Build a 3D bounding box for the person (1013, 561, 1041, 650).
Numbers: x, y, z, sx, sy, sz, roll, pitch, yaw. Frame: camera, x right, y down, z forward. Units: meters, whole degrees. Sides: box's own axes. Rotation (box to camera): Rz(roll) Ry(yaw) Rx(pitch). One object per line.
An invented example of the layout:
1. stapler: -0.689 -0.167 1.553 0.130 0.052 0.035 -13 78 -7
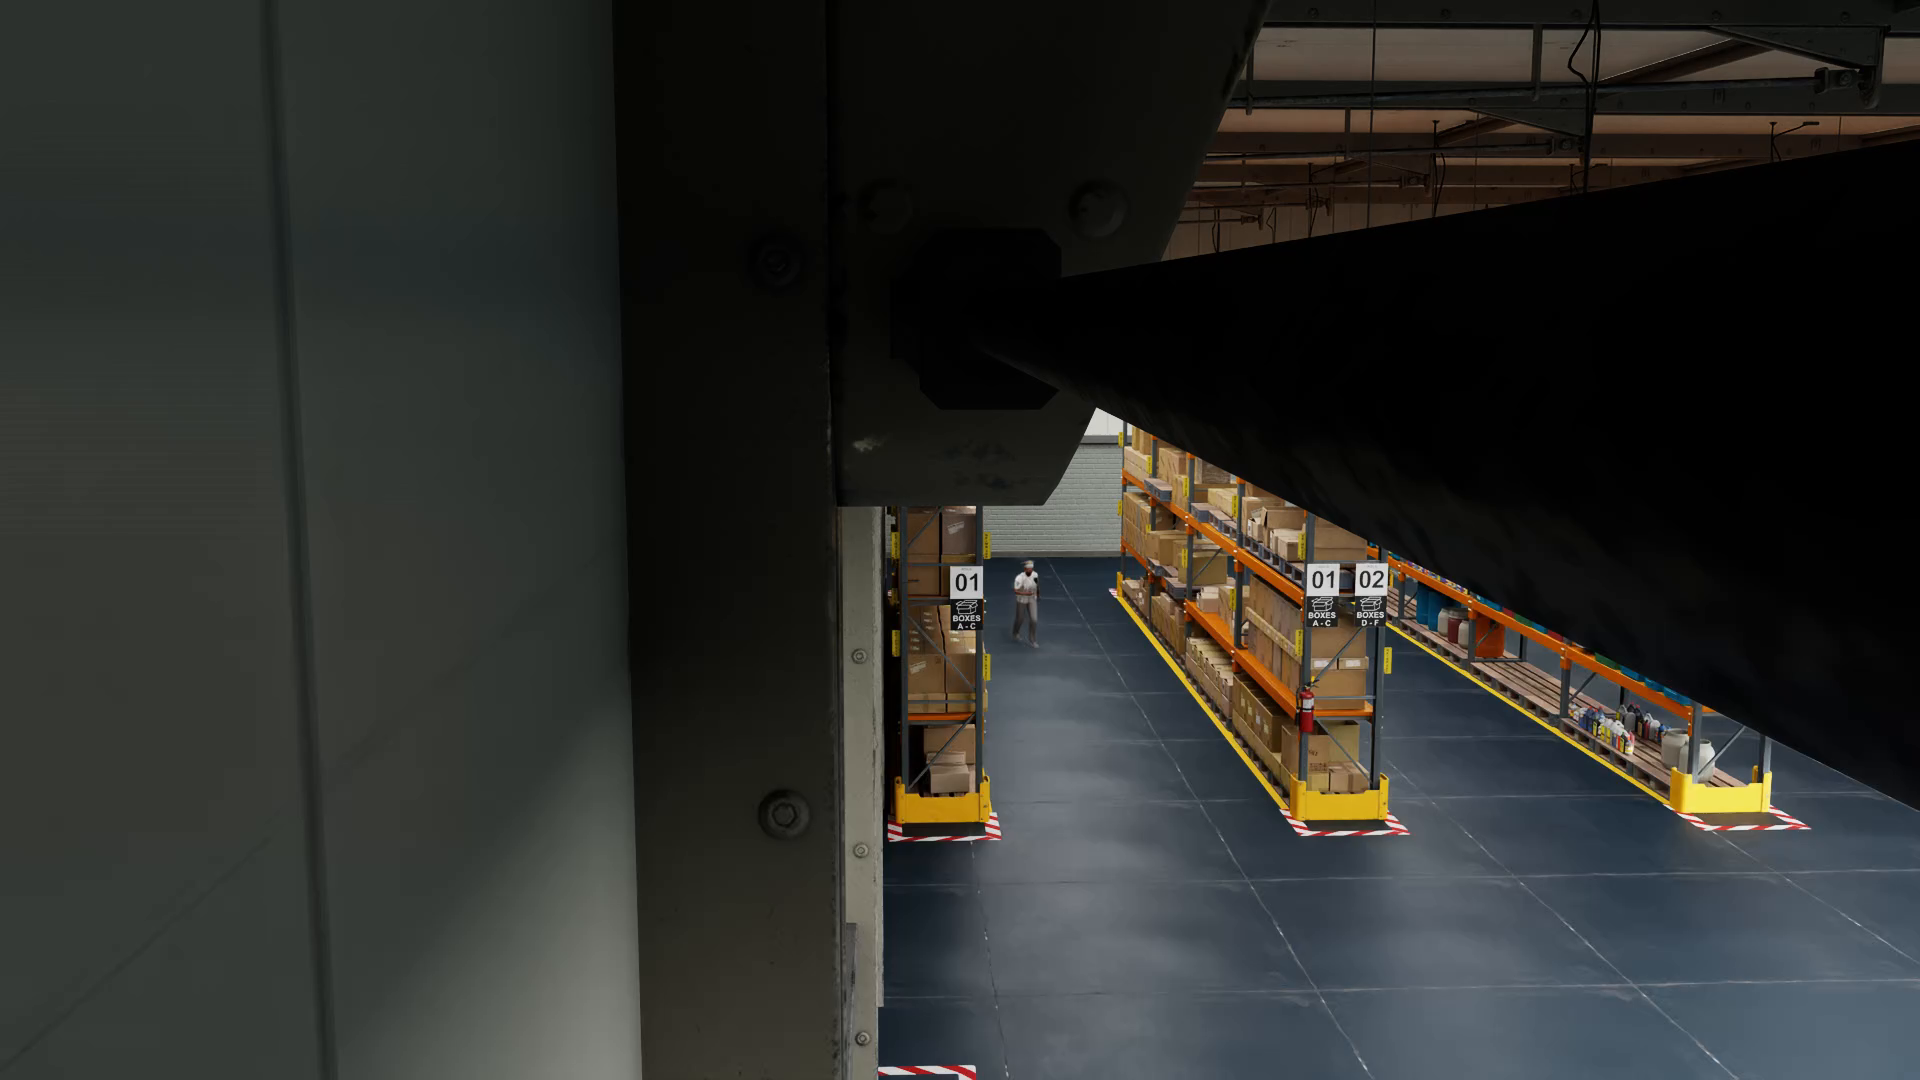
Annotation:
1. person: 1.235 1.164 31.047 0.582 1.659 0.954 -2 8 -16
